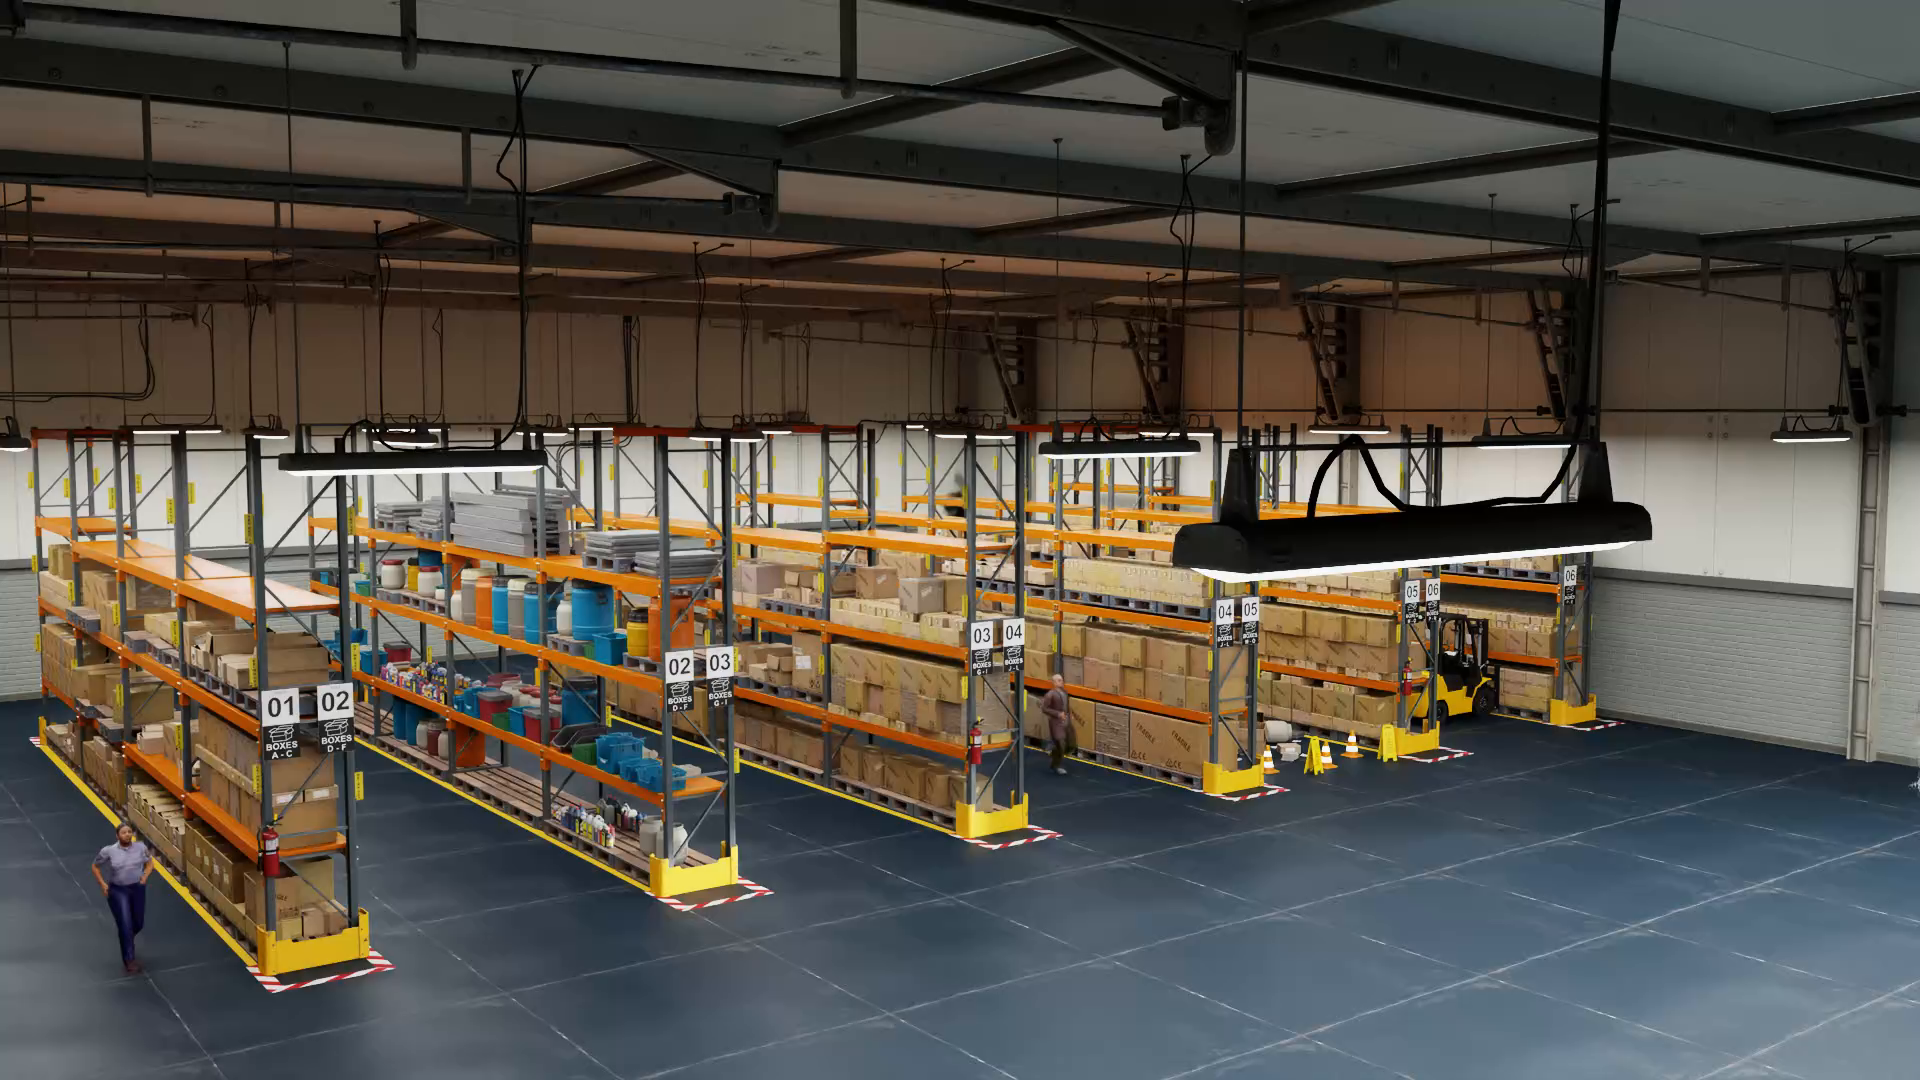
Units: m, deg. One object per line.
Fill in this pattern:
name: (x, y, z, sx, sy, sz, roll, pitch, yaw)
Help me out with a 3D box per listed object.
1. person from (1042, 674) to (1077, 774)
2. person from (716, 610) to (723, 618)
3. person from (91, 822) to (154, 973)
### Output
person: (1.750, 3.196, 28.848, 0.703, 1.729, 0.653, -4, 6, -45)
person: (-6.086, 2.232, 41.410, 0.522, 1.658, 0.678, -2, 5, -22)
person: (-9.507, 4.030, 18.940, 0.622, 1.659, 0.769, -4, 6, -44)
